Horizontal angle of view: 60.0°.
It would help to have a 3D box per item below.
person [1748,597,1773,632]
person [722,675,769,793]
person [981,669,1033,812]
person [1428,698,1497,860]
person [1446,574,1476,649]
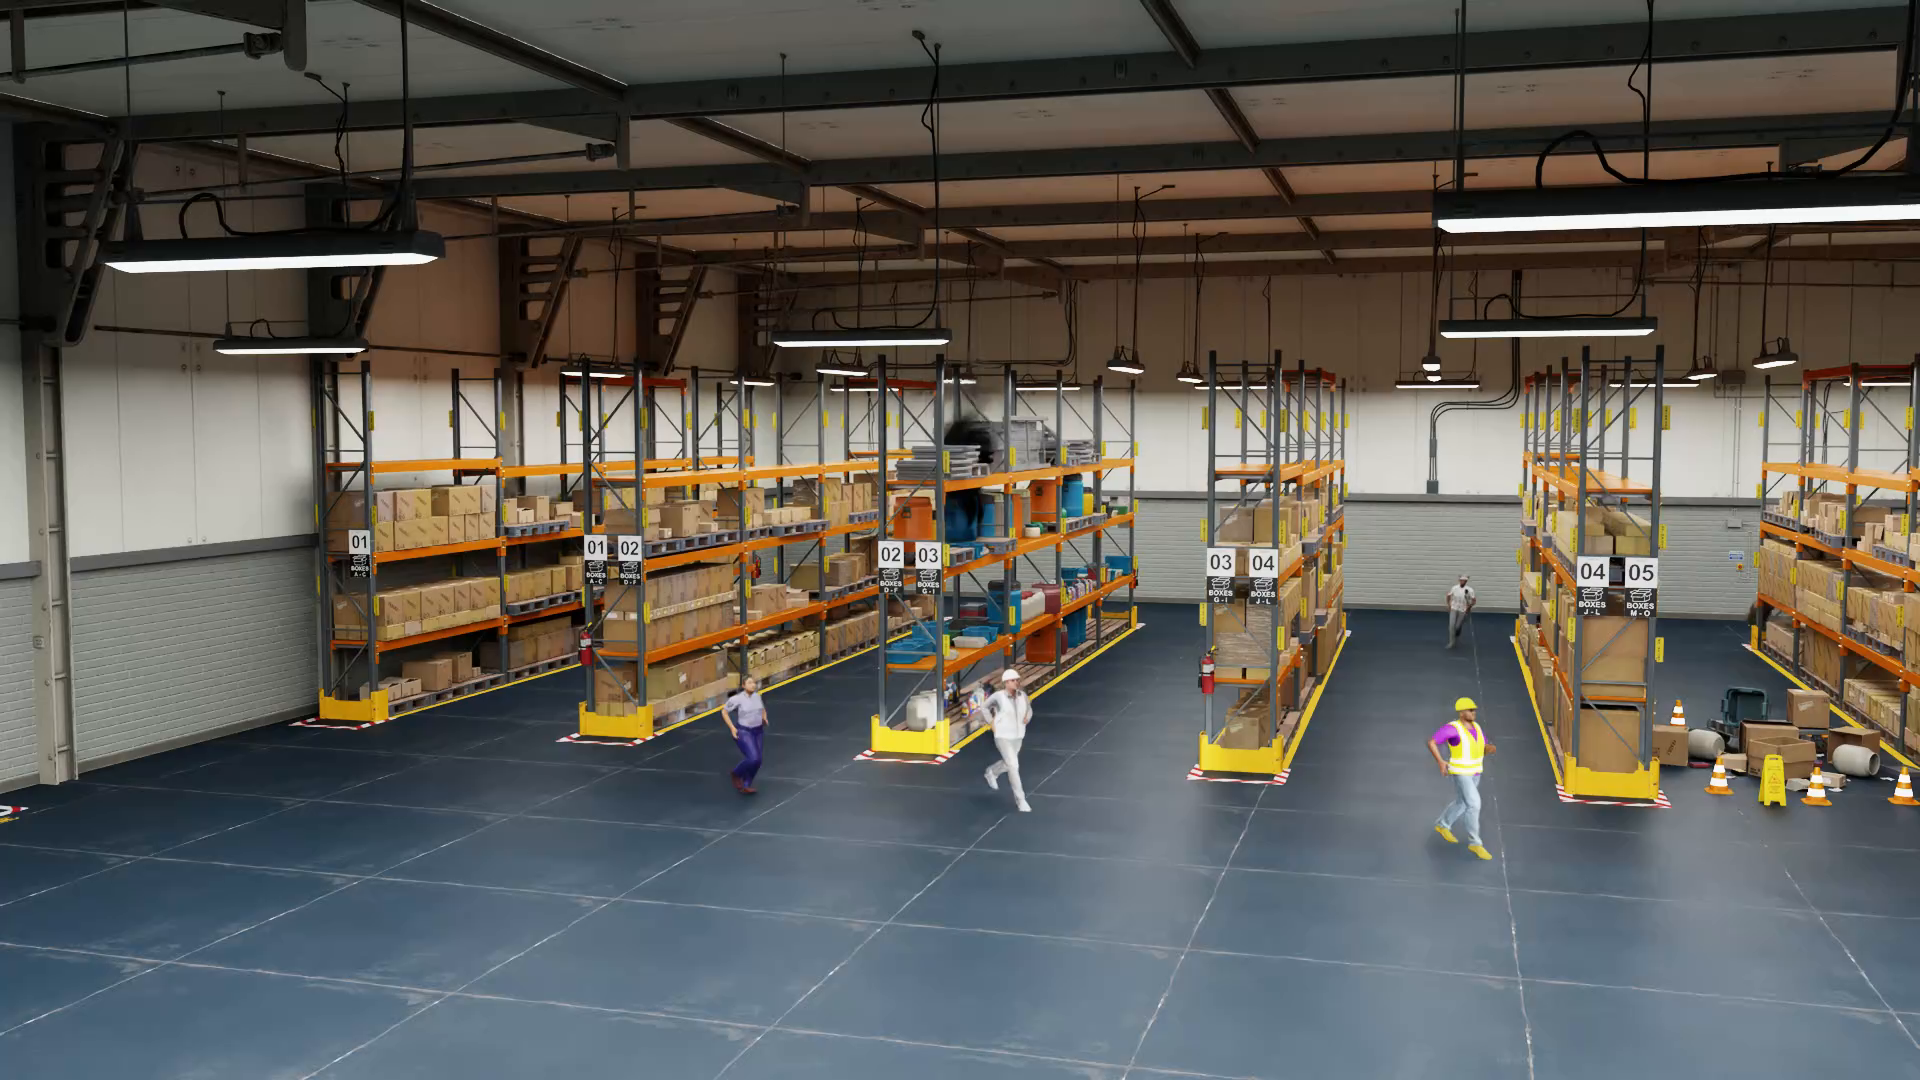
[{"bbox_3d":[18.198,1.457,37.712,0.769,1.722,0.589,-3,5,-40],"label":"person"},{"bbox_3d":[-2.792,2.617,22.240,0.559,1.585,0.604,4,5,42],"label":"person"},{"bbox_3d":[0.639,2.579,21.741,0.613,1.812,1.081,-3,5,-37],"label":"person"},{"bbox_3d":[5.859,2.723,19.284,0.686,1.797,0.880,-3,5,-38],"label":"person"},{"bbox_3d":[11.093,1.565,36.844,0.644,1.653,0.685,2,4,23],"label":"person"}]
